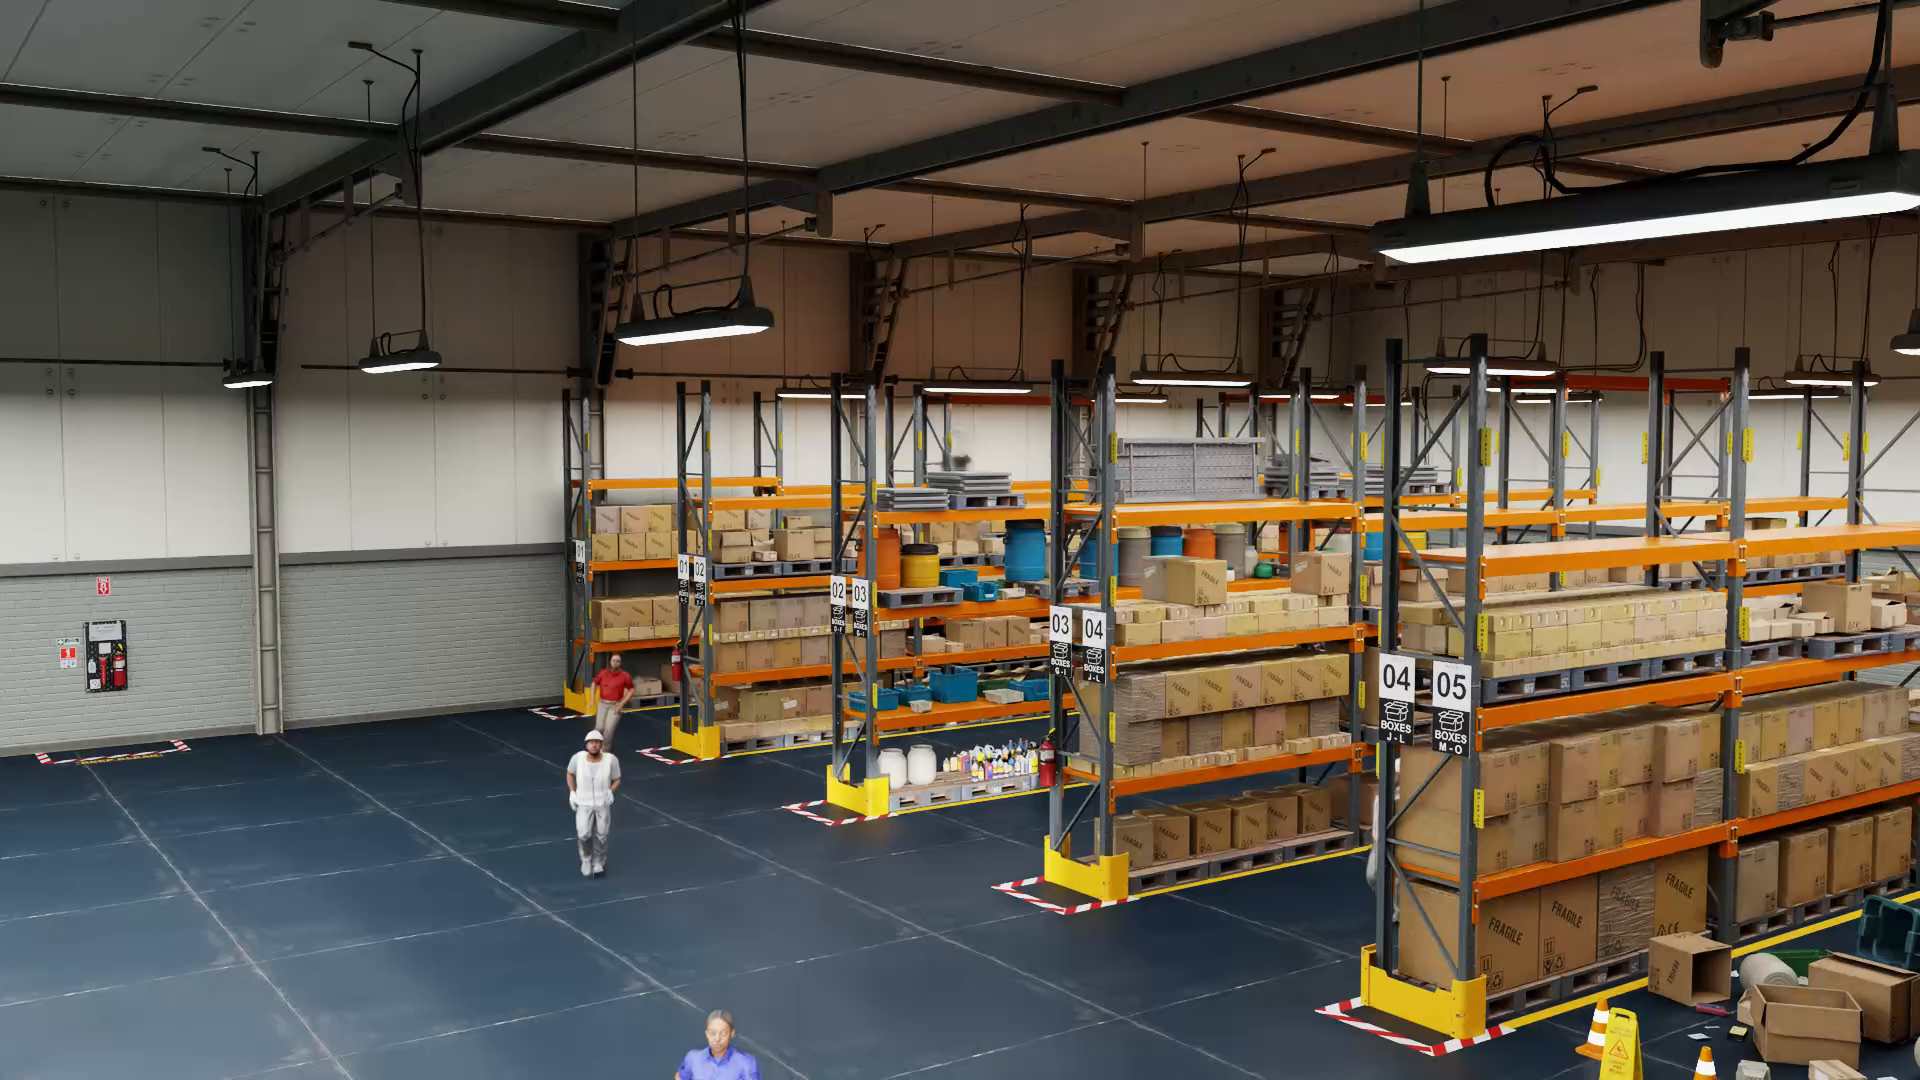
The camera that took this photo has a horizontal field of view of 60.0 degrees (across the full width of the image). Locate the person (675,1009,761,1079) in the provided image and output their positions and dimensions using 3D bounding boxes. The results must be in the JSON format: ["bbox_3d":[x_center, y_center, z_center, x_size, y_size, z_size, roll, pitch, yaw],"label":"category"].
[{"bbox_3d":[-1.457,3.680,10.067,0.562,1.669,0.885,0,4,-5],"label":"person"}]

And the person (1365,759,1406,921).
[{"bbox_3d":[4.527,3.168,17.449,0.661,1.751,0.656,3,5,42],"label":"person"}]

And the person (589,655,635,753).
[{"bbox_3d":[-5.534,2.650,26.396,0.724,1.640,0.548,0,4,-4],"label":"person"}]

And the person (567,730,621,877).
[{"bbox_3d":[-4.233,3.053,19.252,0.609,1.722,0.738,-1,4,-13],"label":"person"}]
